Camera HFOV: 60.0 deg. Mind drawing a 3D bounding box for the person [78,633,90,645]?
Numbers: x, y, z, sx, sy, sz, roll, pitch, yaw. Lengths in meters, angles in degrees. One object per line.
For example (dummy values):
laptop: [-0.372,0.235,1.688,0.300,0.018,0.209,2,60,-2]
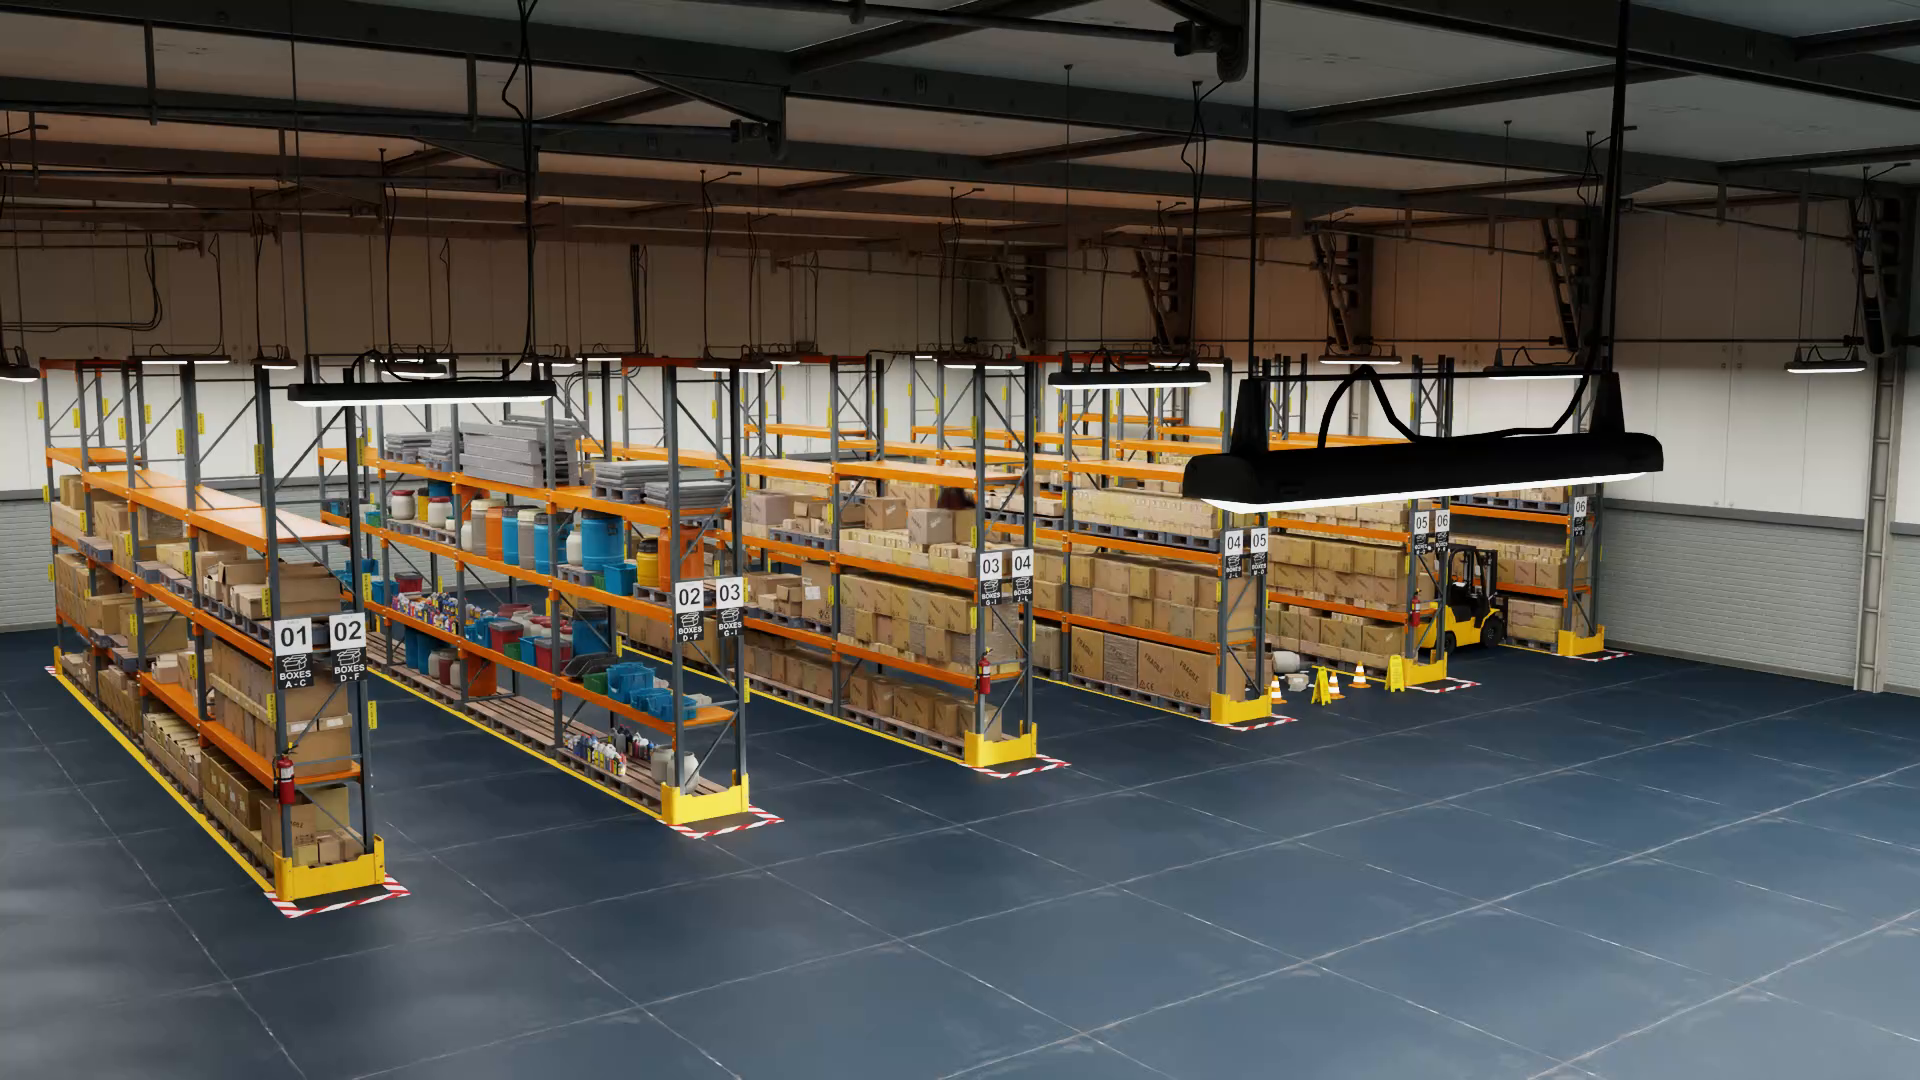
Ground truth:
person: [-18.077,1.343,34.506,0.453,1.674,0.452,-4,8,-32]
